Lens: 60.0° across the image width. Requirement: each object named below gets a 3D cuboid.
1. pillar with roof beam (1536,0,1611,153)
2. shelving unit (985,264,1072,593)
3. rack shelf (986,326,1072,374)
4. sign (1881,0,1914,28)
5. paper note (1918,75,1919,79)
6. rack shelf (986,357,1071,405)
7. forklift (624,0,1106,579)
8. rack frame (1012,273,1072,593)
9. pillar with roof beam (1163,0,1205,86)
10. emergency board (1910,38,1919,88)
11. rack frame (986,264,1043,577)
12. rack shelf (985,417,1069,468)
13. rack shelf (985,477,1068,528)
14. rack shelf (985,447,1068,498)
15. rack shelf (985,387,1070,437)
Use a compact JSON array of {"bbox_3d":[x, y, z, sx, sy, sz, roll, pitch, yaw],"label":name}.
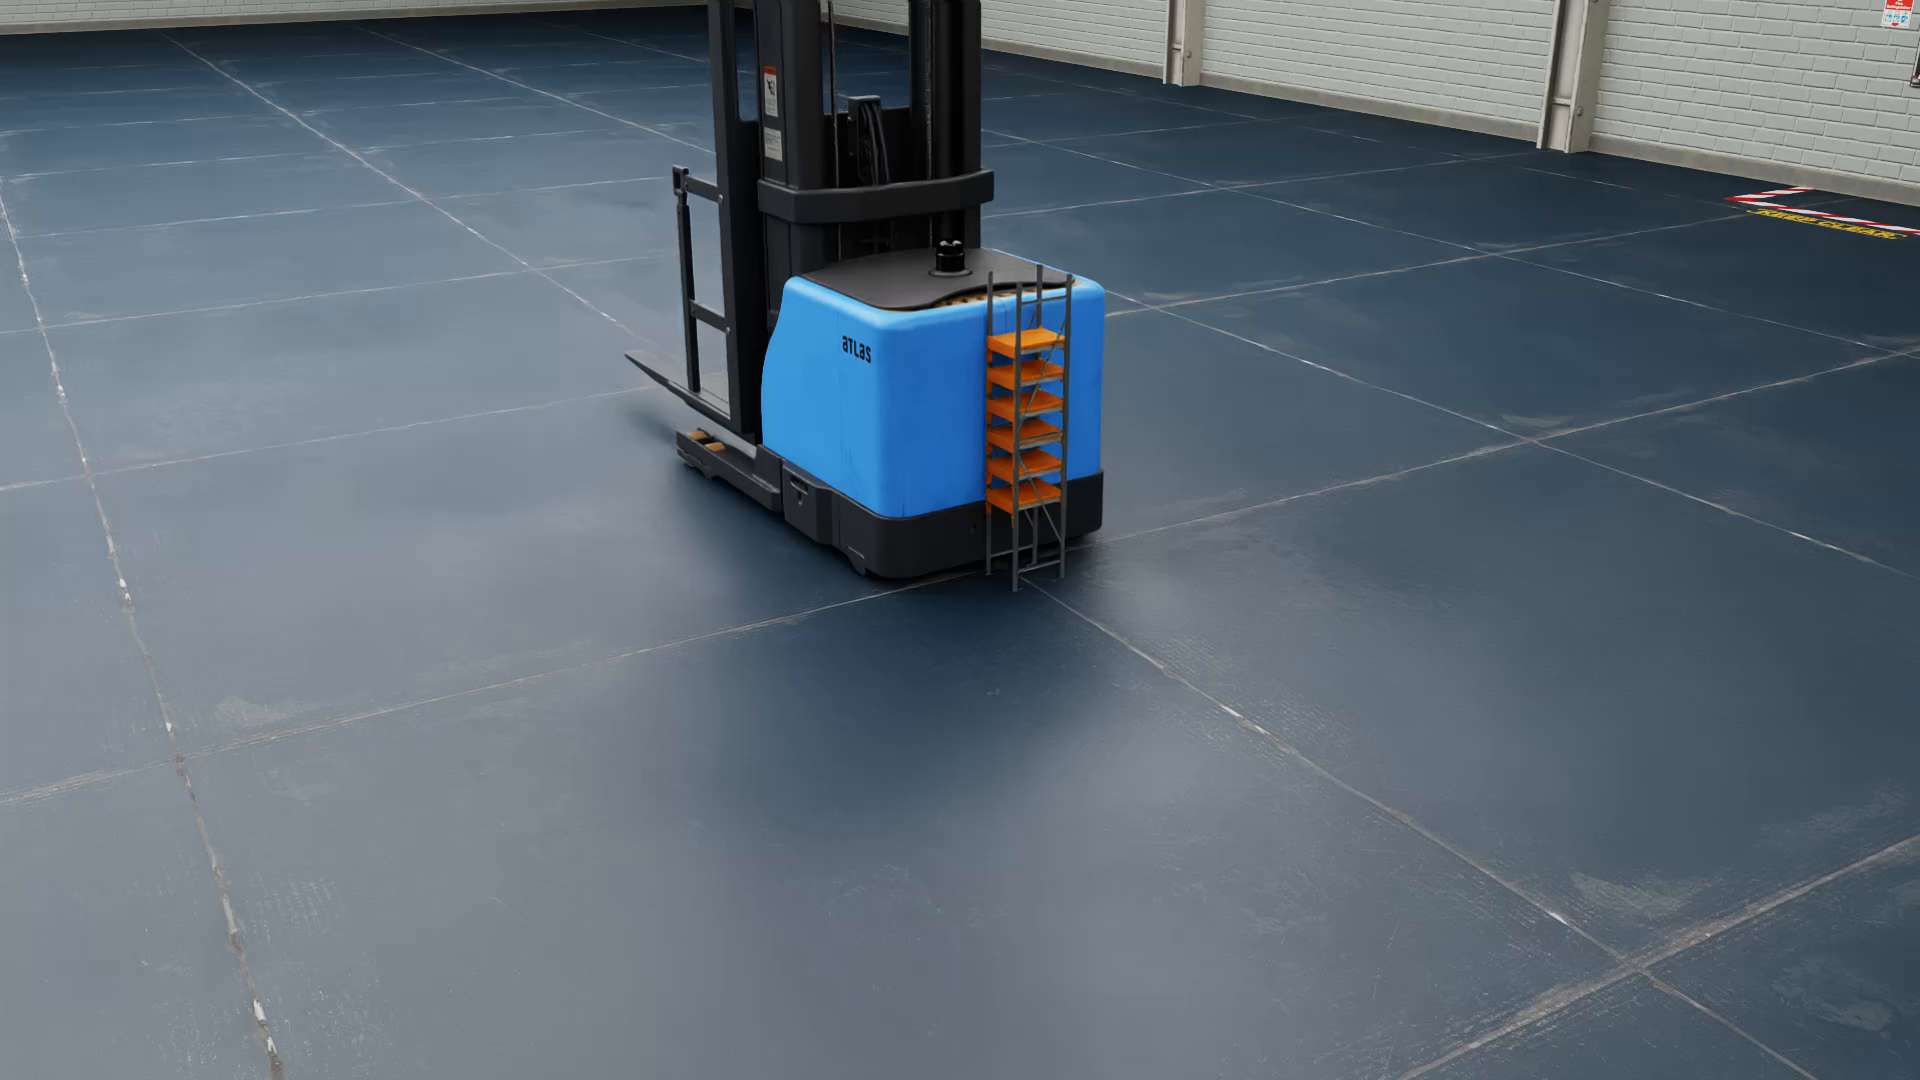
[{"bbox_3d":[2.157,-7.139,12.426,9.100,9.000,0.400,-13,25,-28],"label":"pillar with roof beam"},{"bbox_3d":[0.252,-0.408,6.223,0.258,1.200,0.189,-14,26,-30],"label":"shelving unit"},{"bbox_3d":[0.252,-0.701,6.104,0.258,0.103,0.180,-14,26,-30],"label":"rack shelf"},{"bbox_3d":[7.500,-4.269,13.283,0.001,0.329,0.234,-13,25,-28],"label":"sign"},{"bbox_3d":[7.663,-3.716,13.140,0.016,0.148,0.142,-13,25,-28],"label":"paper note"},{"bbox_3d":[0.252,-0.590,6.149,0.258,0.103,0.180,-14,26,-30],"label":"rack shelf"},{"bbox_3d":[-0.641,-1.716,7.141,1.130,2.935,3.031,-14,26,-30],"label":"forklift"},{"bbox_3d":[0.301,-0.379,6.152,0.240,1.200,0.006,-14,26,-30],"label":"rack frame"},{"bbox_3d":[-0.907,-9.082,17.204,9.100,9.000,0.400,-13,25,-28],"label":"pillar with roof beam"},{"bbox_3d":[7.705,-4.060,12.816,0.157,1.169,0.626,-13,25,-28],"label":"emergency board"},{"bbox_3d":[0.202,-0.437,6.294,0.240,1.200,0.006,-14,26,-30],"label":"rack frame"},{"bbox_3d":[0.252,-0.367,6.240,0.258,0.103,0.180,-14,26,-30],"label":"rack shelf"},{"bbox_3d":[0.252,-0.145,6.330,0.258,0.103,0.180,-14,26,-30],"label":"rack shelf"},{"bbox_3d":[0.252,-0.256,6.285,0.258,0.103,0.180,-14,26,-30],"label":"rack shelf"},{"bbox_3d":[0.252,-0.478,6.194,0.258,0.103,0.180,-14,26,-30],"label":"rack shelf"}]
